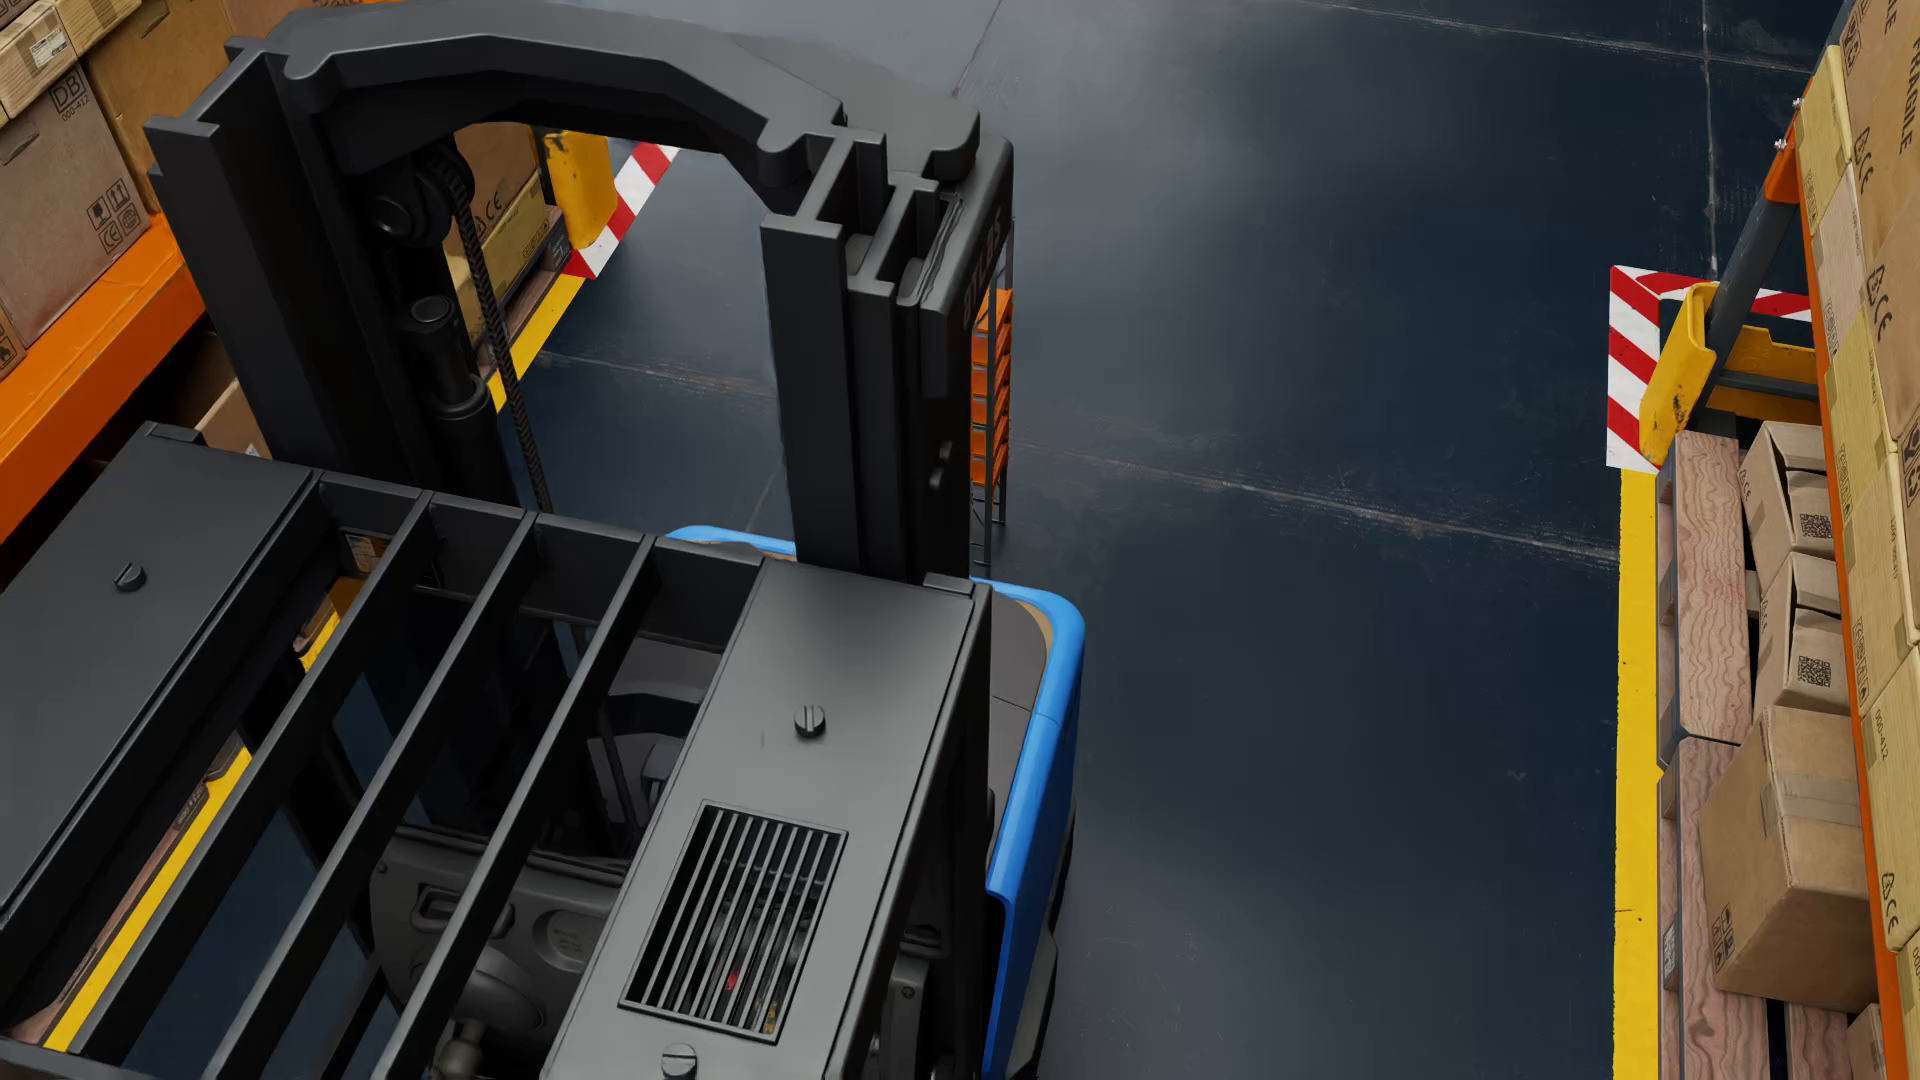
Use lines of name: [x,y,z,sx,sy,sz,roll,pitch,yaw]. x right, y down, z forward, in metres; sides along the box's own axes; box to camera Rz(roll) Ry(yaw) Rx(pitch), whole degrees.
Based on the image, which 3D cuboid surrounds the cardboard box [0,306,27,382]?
cardboard box: [-2.586,-0.493,3.618,0.700,0.500,0.500,12,50,11]

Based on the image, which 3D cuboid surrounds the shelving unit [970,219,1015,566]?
shelving unit: [0.004,-0.408,4.809,0.258,1.200,0.189,12,50,10]

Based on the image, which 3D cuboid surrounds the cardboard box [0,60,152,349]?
cardboard box: [-2.453,-0.864,3.945,0.700,0.500,0.500,13,50,11]

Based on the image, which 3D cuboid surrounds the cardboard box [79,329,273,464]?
cardboard box: [-2.149,-0.229,4.505,0.500,0.500,0.500,12,50,10]

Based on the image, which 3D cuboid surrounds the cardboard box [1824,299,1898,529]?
cardboard box: [2.170,-0.232,3.541,0.500,0.250,0.500,11,49,9]

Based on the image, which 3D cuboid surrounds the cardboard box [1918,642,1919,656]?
cardboard box: [1.909,0.250,2.615,0.500,0.500,0.500,10,49,9]

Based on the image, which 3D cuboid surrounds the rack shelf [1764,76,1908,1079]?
rack shelf: [2.341,0.374,3.399,1.077,0.370,4.000,12,50,10]

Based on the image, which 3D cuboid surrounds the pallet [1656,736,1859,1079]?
pallet: [2.276,1.127,4.115,1.003,0.211,1.213,12,50,10]

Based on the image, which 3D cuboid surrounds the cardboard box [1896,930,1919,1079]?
cardboard box: [1.786,0.864,2.573,0.500,0.250,0.500,12,50,10]

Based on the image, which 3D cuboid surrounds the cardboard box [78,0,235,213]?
cardboard box: [-2.318,-1.245,4.282,0.700,0.500,0.500,12,50,10]

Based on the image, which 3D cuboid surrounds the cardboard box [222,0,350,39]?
cardboard box: [-2.182,-1.603,4.598,0.700,0.500,0.500,13,50,11]

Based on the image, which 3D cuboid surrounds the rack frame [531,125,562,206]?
rack frame: [-1.913,-2.286,5.267,1.000,3.000,0.127,12,50,10]

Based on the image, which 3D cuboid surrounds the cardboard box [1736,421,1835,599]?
cardboard box: [2.598,-0.084,4.824,0.500,0.311,0.500,7,49,6]

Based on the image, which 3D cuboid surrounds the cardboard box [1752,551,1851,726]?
cardboard box: [2.448,0.328,4.460,0.500,0.311,0.500,15,50,13]

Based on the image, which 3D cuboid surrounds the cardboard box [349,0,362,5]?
cardboard box: [-2.048,-1.984,4.934,0.700,0.500,0.500,12,50,10]

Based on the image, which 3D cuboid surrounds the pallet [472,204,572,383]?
pallet: [-2.074,-0.802,5.817,1.003,0.211,1.213,12,50,10]

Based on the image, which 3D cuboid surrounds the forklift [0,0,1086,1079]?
forklift: [-0.563,0.852,2.543,1.130,2.935,3.031,11,49,9]

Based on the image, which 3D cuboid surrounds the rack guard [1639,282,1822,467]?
rack guard: [2.847,-0.429,5.295,1.175,0.500,0.348,12,50,10]

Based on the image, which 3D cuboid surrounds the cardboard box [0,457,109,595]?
cardboard box: [-2.278,0.133,4.186,0.500,0.500,0.500,12,50,10]

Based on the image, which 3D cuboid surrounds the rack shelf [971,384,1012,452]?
rack shelf: [0.004,-0.378,4.843,0.258,0.103,0.180,12,50,10]

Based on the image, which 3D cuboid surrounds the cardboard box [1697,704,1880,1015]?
cardboard box: [2.207,0.786,3.929,0.700,0.500,0.500,9,49,8]

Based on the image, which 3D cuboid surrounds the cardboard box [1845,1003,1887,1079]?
cardboard box: [2.255,1.227,3.774,0.380,0.149,0.250,8,49,7]

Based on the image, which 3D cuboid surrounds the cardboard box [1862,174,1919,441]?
cardboard box: [2.170,-0.502,3.279,0.500,0.500,0.500,10,49,9]

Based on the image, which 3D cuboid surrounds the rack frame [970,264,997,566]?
rack frame: [-0.020,-0.341,4.751,0.240,1.200,0.006,12,50,10]

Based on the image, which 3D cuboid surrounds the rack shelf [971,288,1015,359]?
rack shelf: [0.004,-0.616,4.573,0.258,0.103,0.180,12,50,10]

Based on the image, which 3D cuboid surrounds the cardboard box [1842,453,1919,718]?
cardboard box: [2.035,0.133,3.219,0.500,0.250,0.500,12,50,10]

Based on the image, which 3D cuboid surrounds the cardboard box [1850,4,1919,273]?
cardboard box: [2.312,-0.875,3.608,0.500,0.500,0.500,12,50,10]

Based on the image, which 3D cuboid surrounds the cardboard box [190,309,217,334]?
cardboard box: [-2.016,-0.590,4.824,0.500,0.500,0.500,12,50,10]

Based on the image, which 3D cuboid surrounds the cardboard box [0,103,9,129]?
cardboard box: [-2.304,-0.918,3.560,0.380,0.149,0.250,11,50,10]

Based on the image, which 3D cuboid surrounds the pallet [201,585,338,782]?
pallet: [-2.397,0.078,5.040,1.003,0.211,1.213,12,50,10]

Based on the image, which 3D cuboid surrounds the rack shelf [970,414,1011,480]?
rack shelf: [0.004,-0.299,4.933,0.258,0.103,0.180,12,50,10]

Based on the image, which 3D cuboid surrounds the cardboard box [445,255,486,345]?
cardboard box: [-1.889,-0.705,5.425,0.500,0.250,0.500,12,50,10]

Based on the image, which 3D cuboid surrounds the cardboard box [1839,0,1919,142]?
cardboard box: [2.452,-1.230,3.922,0.500,0.500,0.500,12,50,10]

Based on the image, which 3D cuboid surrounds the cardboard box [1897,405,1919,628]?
cardboard box: [2.046,-0.127,2.948,0.500,0.500,0.500,13,50,11]

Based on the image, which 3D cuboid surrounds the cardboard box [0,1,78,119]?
cardboard box: [-2.236,-1.097,3.719,0.380,0.149,0.250,11,49,10]

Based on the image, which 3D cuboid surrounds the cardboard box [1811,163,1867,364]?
cardboard box: [2.310,-0.599,3.865,0.500,0.250,0.500,10,49,9]

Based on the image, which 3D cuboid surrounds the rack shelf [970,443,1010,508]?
rack shelf: [0.004,-0.219,5.023,0.258,0.103,0.180,12,50,10]

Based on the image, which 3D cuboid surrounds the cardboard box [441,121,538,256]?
cardboard box: [-1.767,-1.317,5.465,0.500,0.500,0.500,12,50,10]

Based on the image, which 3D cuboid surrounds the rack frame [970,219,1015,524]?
rack frame: [0.028,-0.474,4.868,0.240,1.200,0.006,12,50,10]

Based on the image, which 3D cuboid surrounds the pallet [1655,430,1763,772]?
pallet: [2.599,0.247,4.891,1.003,0.211,1.213,12,50,10]

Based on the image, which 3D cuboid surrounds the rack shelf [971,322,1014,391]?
rack shelf: [0.004,-0.537,4.663,0.258,0.103,0.180,12,50,10]

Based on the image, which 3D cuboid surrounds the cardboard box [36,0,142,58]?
cardboard box: [-2.169,-1.283,3.882,0.380,0.149,0.250,13,50,11]

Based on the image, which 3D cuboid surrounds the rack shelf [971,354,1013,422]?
rack shelf: [0.004,-0.458,4.753,0.258,0.103,0.180,12,50,10]

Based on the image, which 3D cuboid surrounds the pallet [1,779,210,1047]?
pallet: [-2.716,0.963,4.259,1.003,0.211,1.213,12,50,10]

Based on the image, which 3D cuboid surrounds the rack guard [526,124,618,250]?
rack guard: [-1.906,-1.476,6.219,1.175,0.500,0.348,12,50,10]

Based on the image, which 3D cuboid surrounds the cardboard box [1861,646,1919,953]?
cardboard box: [1.903,0.497,2.897,0.500,0.250,0.500,11,50,10]

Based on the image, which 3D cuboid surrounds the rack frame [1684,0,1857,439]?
rack frame: [2.867,-1.311,4.407,1.000,3.000,0.127,12,50,10]

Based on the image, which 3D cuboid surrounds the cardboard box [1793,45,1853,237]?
cardboard box: [2.433,-0.978,4.199,0.500,0.250,0.500,10,49,9]

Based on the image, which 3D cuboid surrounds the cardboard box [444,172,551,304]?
cardboard box: [-1.769,-1.069,5.747,0.500,0.250,0.500,12,50,10]
